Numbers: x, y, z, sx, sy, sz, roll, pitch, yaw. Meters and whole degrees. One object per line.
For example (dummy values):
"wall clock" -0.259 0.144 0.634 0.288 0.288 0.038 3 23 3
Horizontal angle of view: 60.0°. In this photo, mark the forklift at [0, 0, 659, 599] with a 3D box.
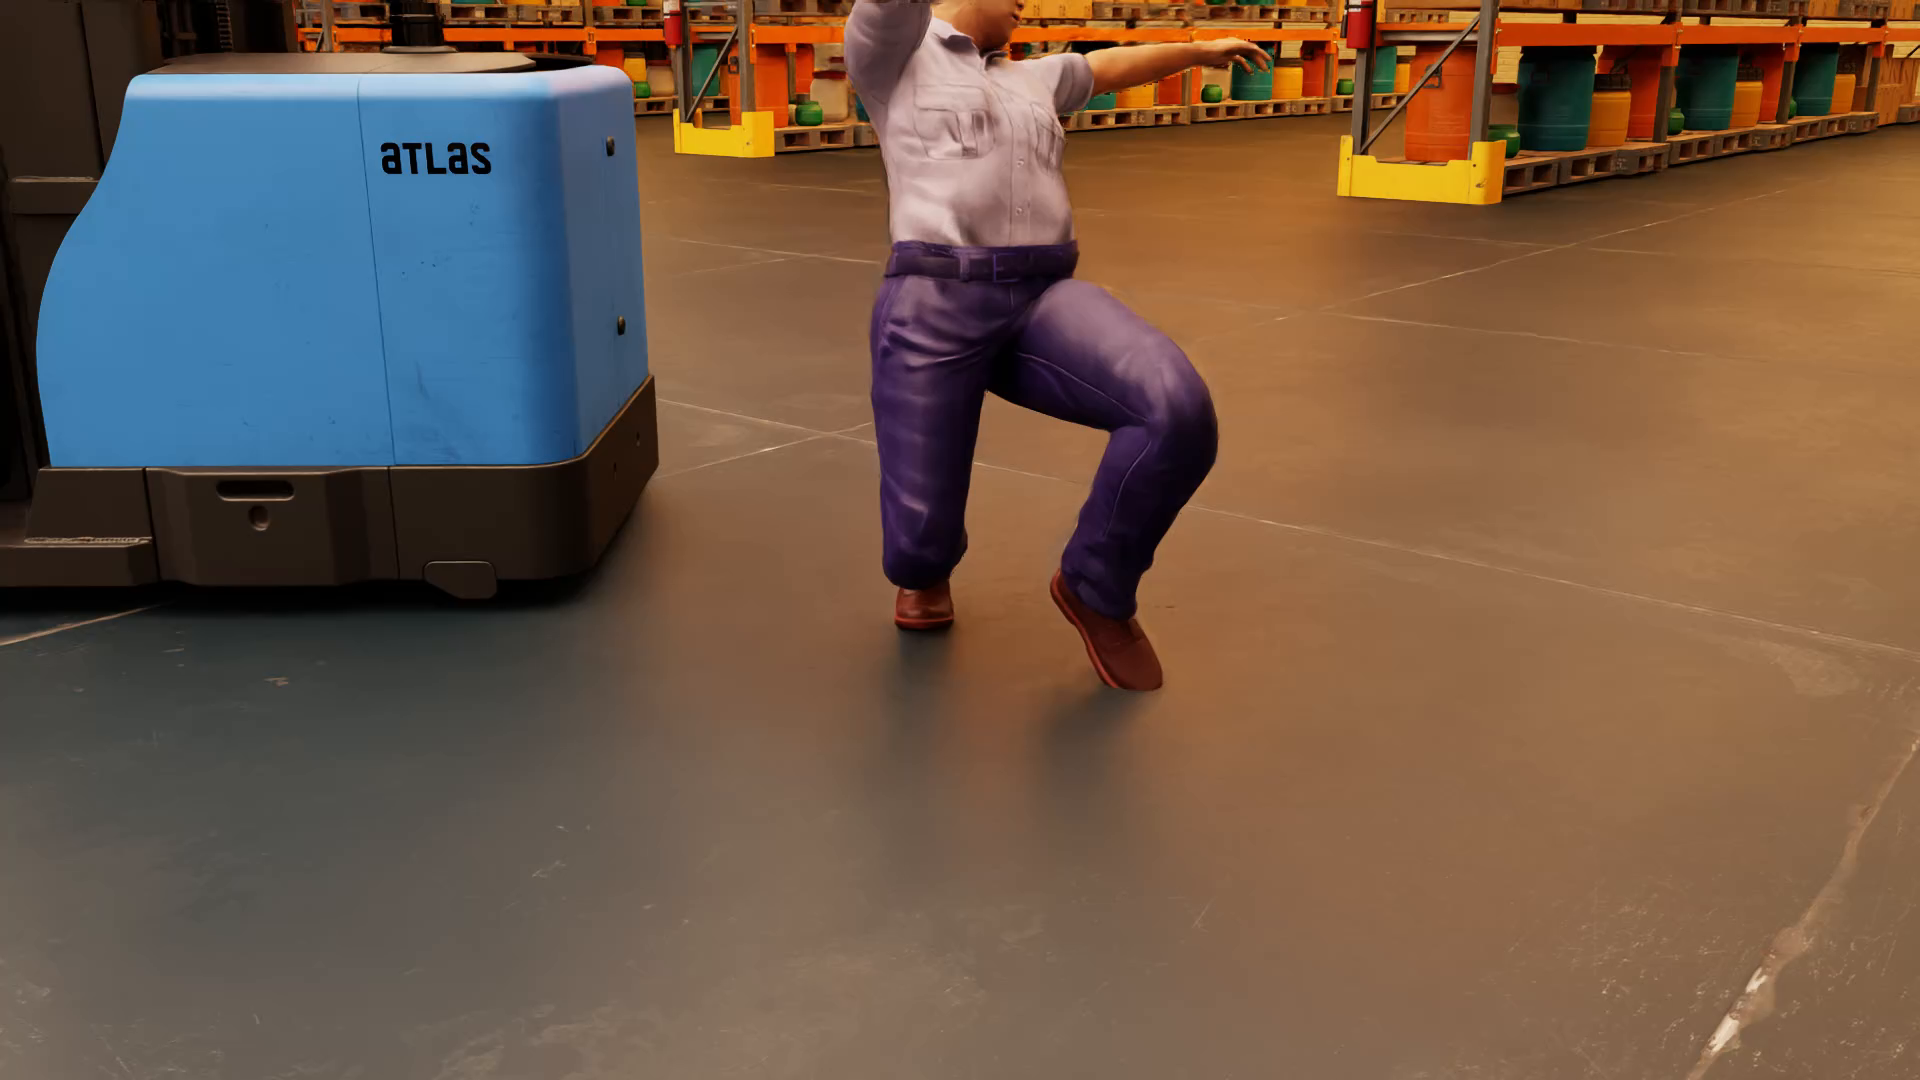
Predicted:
"forklift" -2.294 -1.398 3.502 3.031 2.935 1.130 0 17 -1

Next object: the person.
"person" 0.314 -0.501 3.116 1.021 1.509 0.815 -8 19 -24
